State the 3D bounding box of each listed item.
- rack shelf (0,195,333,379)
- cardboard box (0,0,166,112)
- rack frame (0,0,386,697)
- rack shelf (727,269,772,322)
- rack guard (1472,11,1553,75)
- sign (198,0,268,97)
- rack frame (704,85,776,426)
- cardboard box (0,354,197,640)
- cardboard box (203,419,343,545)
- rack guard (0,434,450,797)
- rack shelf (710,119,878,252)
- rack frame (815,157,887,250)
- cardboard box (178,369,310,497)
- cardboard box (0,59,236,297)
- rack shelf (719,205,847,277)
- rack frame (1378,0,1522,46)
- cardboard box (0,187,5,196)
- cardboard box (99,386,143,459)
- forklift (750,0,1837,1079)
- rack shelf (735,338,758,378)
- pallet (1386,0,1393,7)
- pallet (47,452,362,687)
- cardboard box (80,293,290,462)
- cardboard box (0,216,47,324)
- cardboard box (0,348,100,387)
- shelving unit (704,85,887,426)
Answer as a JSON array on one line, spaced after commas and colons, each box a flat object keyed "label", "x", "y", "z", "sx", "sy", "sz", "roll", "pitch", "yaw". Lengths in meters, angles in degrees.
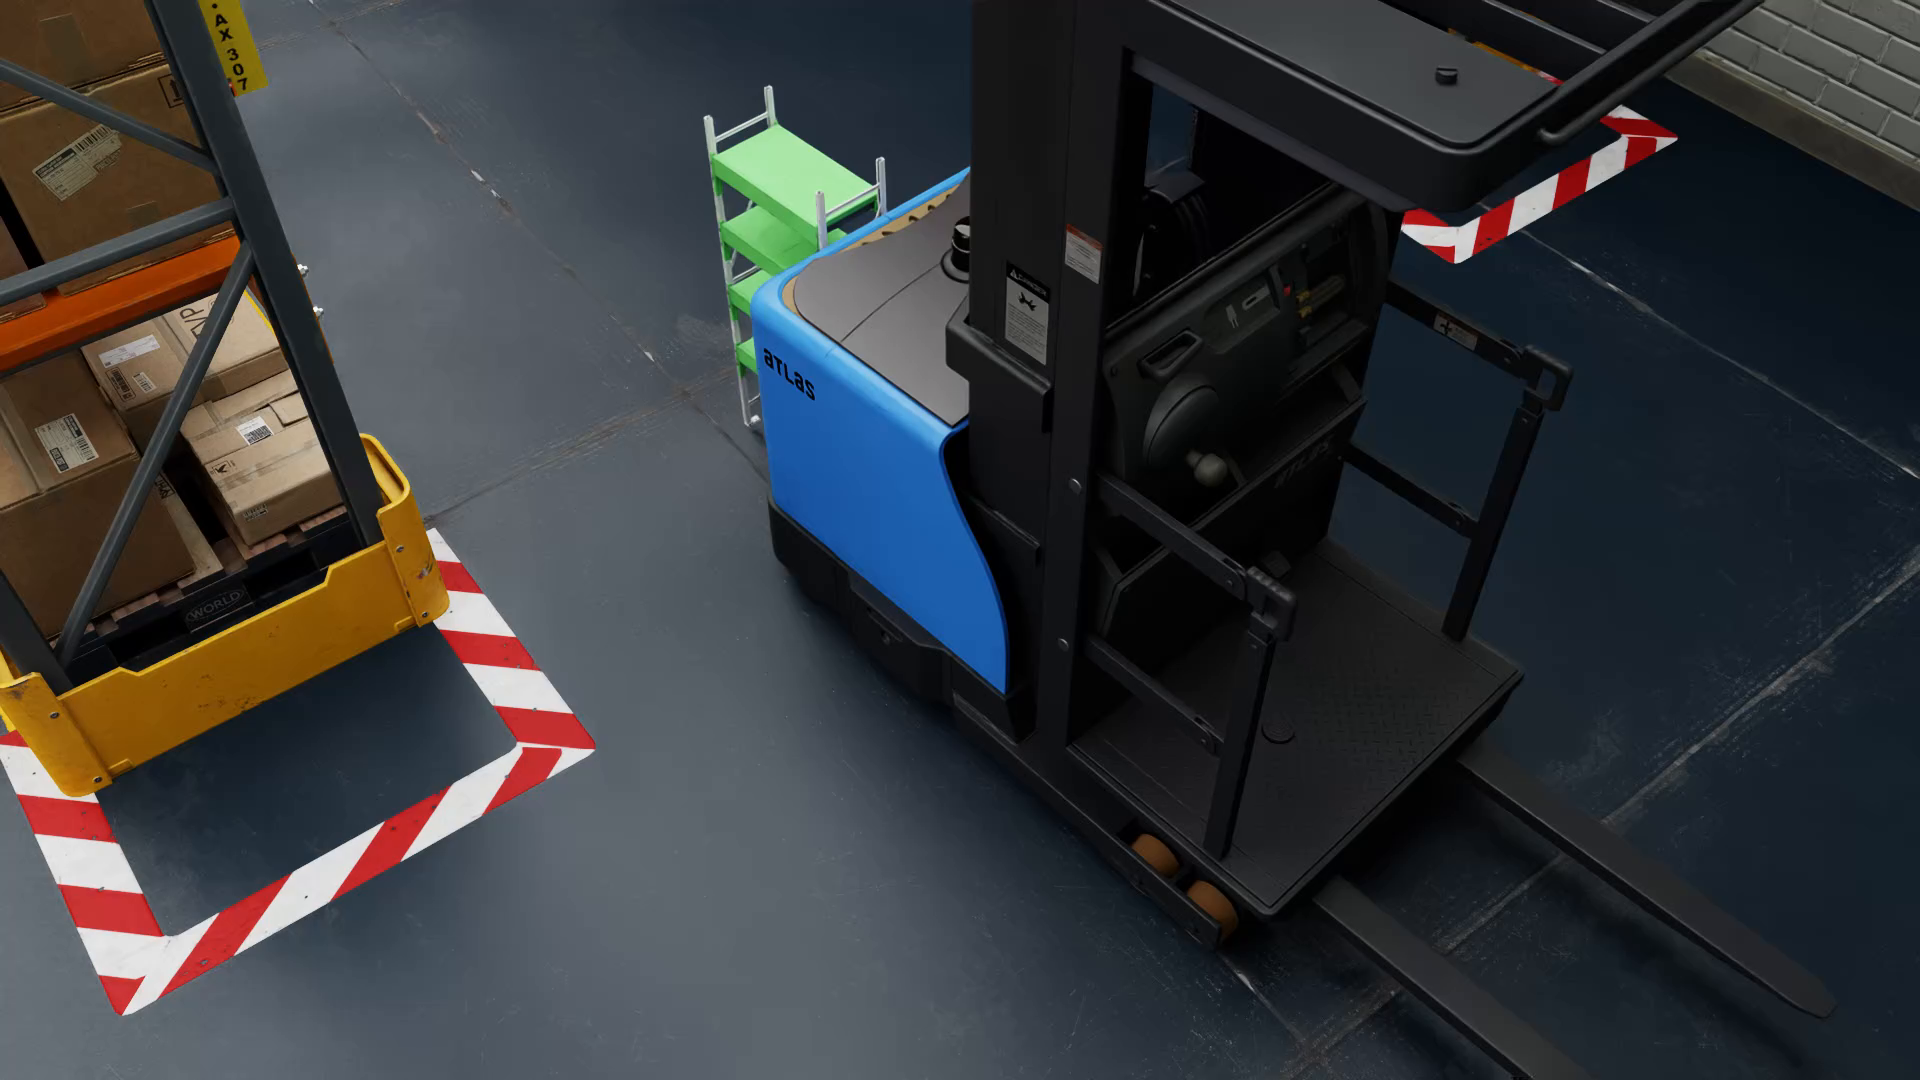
[{"label": "rack shelf", "x": -3.265, "y": -1.532, "z": 5.099, "sx": 1.077, "sy": 0.370, "sz": 4.000, "roll": -29, "pitch": 54, "yaw": -24}, {"label": "cardboard box", "x": -2.113, "y": -1.343, "z": 3.701, "sx": 0.500, "sy": 0.500, "sz": 0.500, "roll": -28, "pitch": 54, "yaw": -23}, {"label": "rack frame", "x": -2.054, "y": -0.594, "z": 3.764, "sx": 1.000, "sy": 3.000, "sz": 0.127, "roll": -29, "pitch": 54, "yaw": -24}, {"label": "rack shelf", "x": -0.467, "y": -0.678, "z": 5.141, "sx": 0.258, "sy": 0.148, "sz": 0.480, "roll": -35, "pitch": 57, "yaw": -28}, {"label": "rack guard", "x": 1.901, "y": -1.965, "z": 6.694, "sx": 1.175, "sy": 0.500, "sz": 0.348, "roll": -29, "pitch": 54, "yaw": -24}, {"label": "sign", "x": -1.622, "y": -1.128, "z": 3.664, "sx": 0.100, "sy": 0.325, "sz": 0.005, "roll": -29, "pitch": 54, "yaw": -24}, {"label": "rack frame", "x": -0.635, "y": -0.852, "z": 5.212, "sx": 0.240, "sy": 1.200, "sz": 0.015, "roll": -35, "pitch": 57, "yaw": -28}, {"label": "cardboard box", "x": -2.579, "y": -0.112, "z": 4.717, "sx": 0.500, "sy": 0.500, "sz": 0.500, "roll": -29, "pitch": 54, "yaw": -24}, {"label": "cardboard box", "x": -2.034, "y": -0.185, "z": 5.021, "sx": 0.380, "sy": 0.149, "sz": 0.250, "roll": -29, "pitch": 54, "yaw": -24}, {"label": "rack guard", "x": -2.100, "y": 0.201, "z": 4.731, "sx": 1.175, "sy": 0.500, "sz": 0.348, "roll": -29, "pitch": 54, "yaw": -24}, {"label": "rack shelf", "x": -0.467, "y": -1.000, "z": 4.785, "sx": 0.258, "sy": 0.148, "sz": 0.480, "roll": -35, "pitch": 57, "yaw": -28}, {"label": "rack frame", "x": -0.299, "y": -0.590, "z": 4.975, "sx": 0.240, "sy": 1.200, "sz": 0.015, "roll": -35, "pitch": 57, "yaw": -28}, {"label": "cardboard box", "x": -2.185, "y": -0.339, "z": 5.148, "sx": 0.380, "sy": 0.166, "sz": 0.250, "roll": -29, "pitch": 54, "yaw": -24}, {"label": "cardboard box", "x": -2.113, "y": -1.007, "z": 4.071, "sx": 0.500, "sy": 0.500, "sz": 0.500, "roll": -28, "pitch": 54, "yaw": -23}, {"label": "rack shelf", "x": -0.467, "y": -0.839, "z": 4.963, "sx": 0.258, "sy": 0.148, "sz": 0.480, "roll": -35, "pitch": 57, "yaw": -28}, {"label": "rack frame", "x": 1.886, "y": -2.818, "z": 5.780, "sx": 1.000, "sy": 3.000, "sz": 0.127, "roll": -29, "pitch": 54, "yaw": -24}, {"label": "cardboard box", "x": -2.429, "y": -1.309, "z": 4.345, "sx": 0.500, "sy": 0.500, "sz": 0.500, "roll": -30, "pitch": 54, "yaw": -24}, {"label": "cardboard box", "x": -2.753, "y": -0.279, "z": 5.094, "sx": 0.380, "sy": 0.166, "sz": 0.250, "roll": -29, "pitch": 54, "yaw": -24}, {"label": "forklift", "x": 0.802, "y": -0.377, "z": 3.613, "sx": 1.130, "sy": 2.935, "sz": 3.031, "roll": -35, "pitch": 57, "yaw": -28}, {"label": "rack shelf", "x": -0.467, "y": -0.517, "z": 5.319, "sx": 0.258, "sy": 0.148, "sz": 0.480, "roll": -35, "pitch": 57, "yaw": -28}, {"label": "pallet", "x": 1.340, "y": -2.318, "z": 7.209, "sx": 1.003, "sy": 0.211, "sz": 1.213, "roll": -29, "pitch": 54, "yaw": -24}, {"label": "pallet", "x": -2.583, "y": -0.172, "z": 5.263, "sx": 1.003, "sy": 0.211, "sz": 1.213, "roll": -29, "pitch": 54, "yaw": -24}, {"label": "cardboard box", "x": -2.460, "y": -0.561, "z": 5.293, "sx": 0.500, "sy": 0.250, "sz": 0.500, "roll": -29, "pitch": 54, "yaw": -24}, {"label": "cardboard box", "x": -2.542, "y": -0.770, "z": 3.856, "sx": 0.500, "sy": 0.500, "sz": 0.500, "roll": -28, "pitch": 54, "yaw": -23}, {"label": "cardboard box", "x": -3.130, "y": -0.602, "z": 5.330, "sx": 0.500, "sy": 0.250, "sz": 0.500, "roll": -29, "pitch": 54, "yaw": -24}, {"label": "shelving unit", "x": -0.467, "y": -0.721, "z": 5.094, "sx": 0.258, "sy": 1.200, "sz": 0.503, "roll": -35, "pitch": 57, "yaw": -28}]
